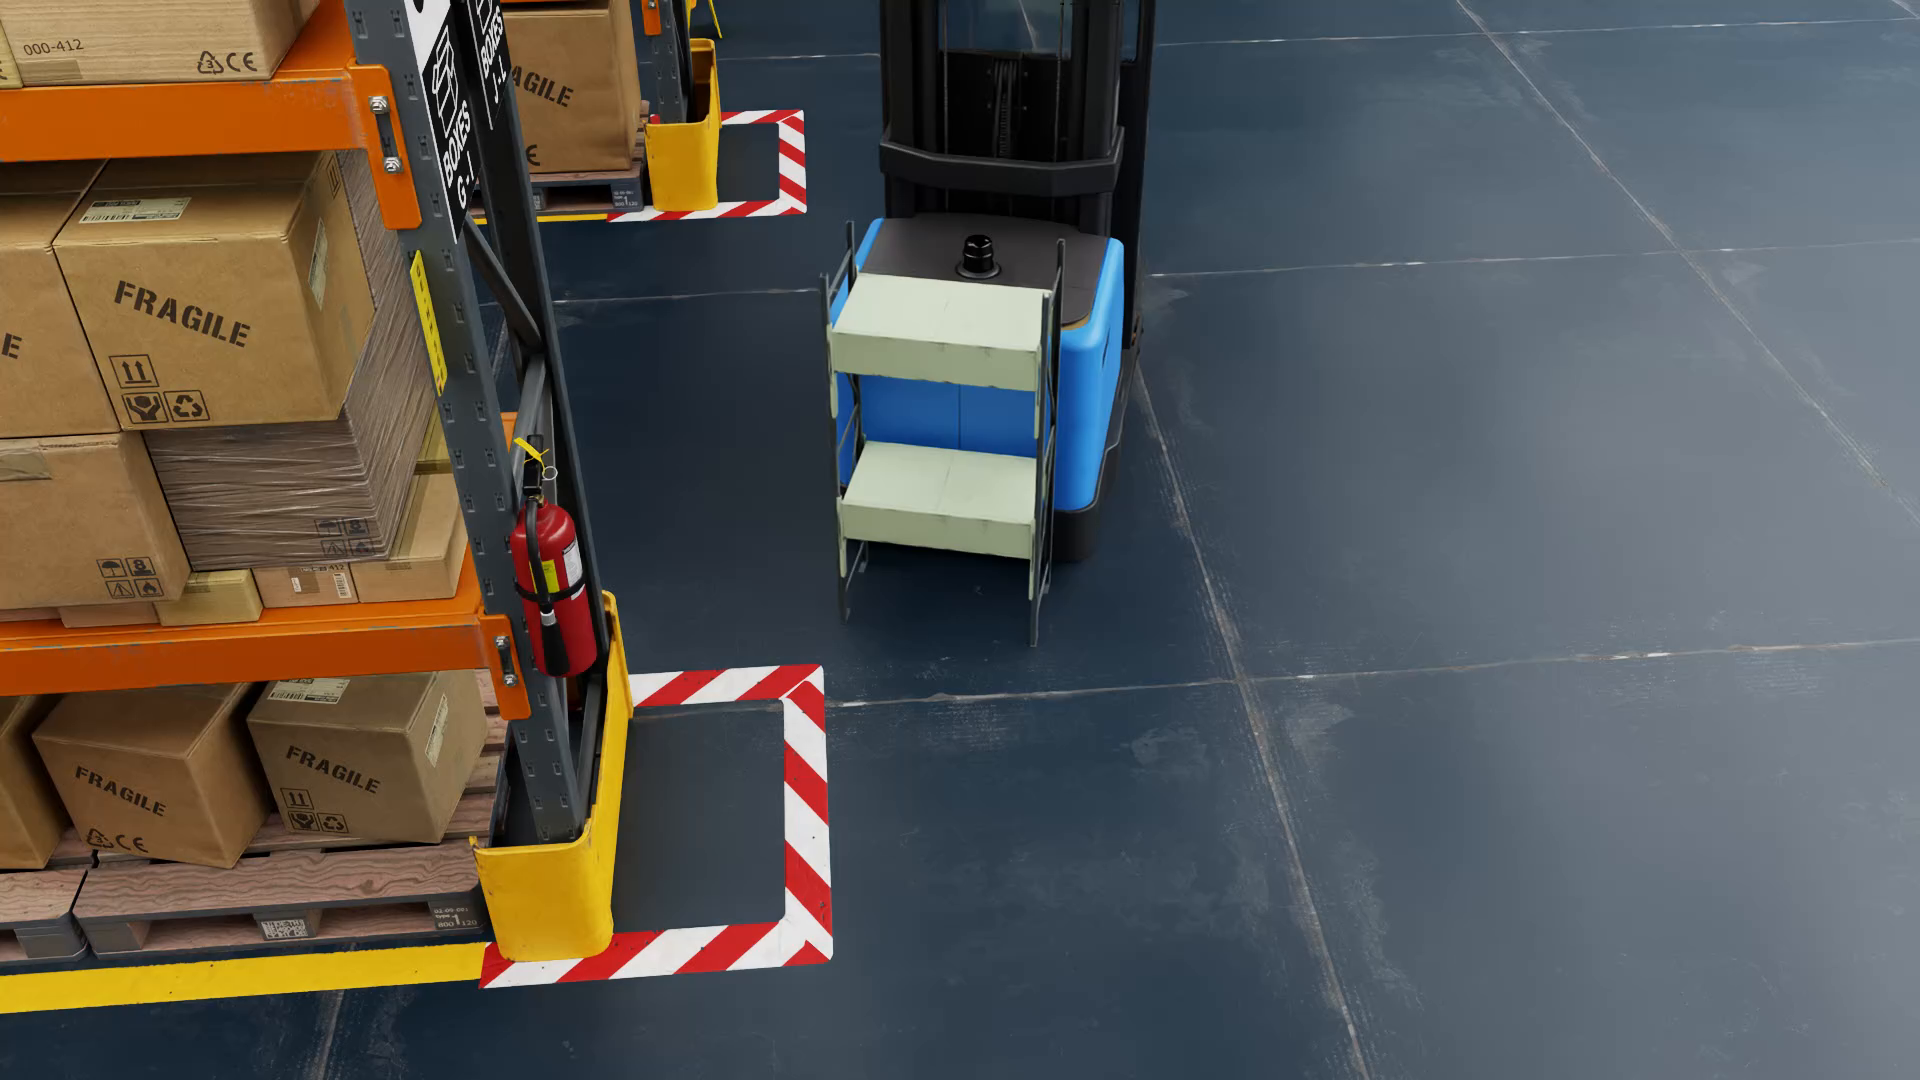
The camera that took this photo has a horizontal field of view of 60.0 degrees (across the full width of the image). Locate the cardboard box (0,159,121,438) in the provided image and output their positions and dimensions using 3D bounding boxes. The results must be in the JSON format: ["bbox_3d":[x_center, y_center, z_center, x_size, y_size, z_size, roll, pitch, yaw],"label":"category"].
[{"bbox_3d":[-2.251,-0.586,3.943,0.500,0.500,0.500,-3,38,-4],"label":"cardboard box"}]

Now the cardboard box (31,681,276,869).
[{"bbox_3d":[-2.443,0.643,5.192,0.500,0.500,0.500,6,39,8],"label":"cardboard box"}]

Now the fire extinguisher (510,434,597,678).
[{"bbox_3d":[-1.072,0.057,4.318,0.183,0.674,0.296,-3,38,-4],"label":"fire extinguisher"}]

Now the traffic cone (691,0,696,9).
[{"bbox_3d":[-1.982,-3.884,11.299,0.334,0.463,0.336,-3,38,-4],"label":"traffic cone"}]

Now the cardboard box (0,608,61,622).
[{"bbox_3d":[-2.489,0.042,4.479,0.250,0.149,0.380,-3,38,-4],"label":"cardboard box"}]

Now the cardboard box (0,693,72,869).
[{"bbox_3d":[-3.068,0.666,5.164,0.500,0.500,0.500,0,38,0],"label":"cardboard box"}]

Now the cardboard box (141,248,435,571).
[{"bbox_3d":[-1.777,-0.394,4.507,0.500,0.500,0.875,-3,38,-4],"label":"cardboard box"}]

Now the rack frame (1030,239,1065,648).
[{"bbox_3d":[0.308,-0.306,5.926,0.023,1.500,0.400,6,39,8],"label":"rack frame"}]

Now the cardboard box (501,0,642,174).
[{"bbox_3d":[-2.235,-2.570,8.962,0.875,0.875,0.875,-3,38,-4],"label":"cardboard box"}]

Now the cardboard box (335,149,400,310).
[{"bbox_3d":[-1.799,-0.938,4.389,0.500,0.500,0.500,-3,38,-4],"label":"cardboard box"}]

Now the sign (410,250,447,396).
[{"bbox_3d":[-1.198,-0.486,3.755,0.005,0.325,0.100,-3,38,-4],"label":"sign"}]

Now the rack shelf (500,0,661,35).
[{"bbox_3d":[-3.558,-2.925,8.616,4.000,0.370,1.077,-3,38,-4],"label":"rack shelf"}]

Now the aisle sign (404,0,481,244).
[{"bbox_3d":[-1.139,-1.090,3.611,0.004,0.787,0.394,-3,38,-4],"label":"aisle sign"}]

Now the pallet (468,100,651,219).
[{"bbox_3d":[-2.355,-2.130,9.279,1.213,0.211,1.003,-3,38,-4],"label":"pallet"}]

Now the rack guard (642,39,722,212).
[{"bbox_3d":[-1.542,-2.337,9.308,0.348,0.500,1.175,-3,38,-4],"label":"rack guard"}]

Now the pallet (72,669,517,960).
[{"bbox_3d":[-2.115,0.870,5.476,1.213,0.211,1.003,-3,38,-4],"label":"pallet"}]

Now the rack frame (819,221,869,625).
[{"bbox_3d":[-0.412,-0.387,6.030,0.023,1.500,0.400,6,39,8],"label":"rack frame"}]

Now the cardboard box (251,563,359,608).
[{"bbox_3d":[-1.742,0.004,4.527,0.250,0.149,0.380,-3,38,-4],"label":"cardboard box"}]

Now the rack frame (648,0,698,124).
[{"bbox_3d":[-1.566,-3.317,8.532,0.127,3.000,1.000,-3,38,-4],"label":"rack frame"}]

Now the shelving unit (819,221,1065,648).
[{"bbox_3d":[-0.052,-0.346,5.978,0.755,1.500,0.431,6,39,8],"label":"shelving unit"}]

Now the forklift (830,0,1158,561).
[{"bbox_3d":[0.269,-1.981,6.894,1.130,2.935,3.031,6,39,8],"label":"forklift"}]

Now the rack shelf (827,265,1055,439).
[{"bbox_3d":[-0.052,-0.653,5.736,0.720,0.370,0.431,6,39,8],"label":"rack shelf"}]

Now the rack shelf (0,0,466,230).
[{"bbox_3d":[-3.219,-1.037,3.801,4.000,0.370,1.077,-3,38,-4],"label":"rack shelf"}]

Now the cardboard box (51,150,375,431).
[{"bbox_3d":[-1.753,-0.617,3.983,0.500,0.500,0.500,-3,38,-4],"label":"cardboard box"}]

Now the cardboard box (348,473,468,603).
[{"bbox_3d":[-1.493,-0.010,4.543,0.250,0.149,0.380,-3,38,-4],"label":"cardboard box"}]

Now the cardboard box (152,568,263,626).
[{"bbox_3d":[-1.986,0.049,4.469,0.250,0.149,0.380,-3,38,-4],"label":"cardboard box"}]

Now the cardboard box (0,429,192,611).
[{"bbox_3d":[-2.265,-0.293,4.378,0.500,0.500,0.875,-3,38,-4],"label":"cardboard box"}]

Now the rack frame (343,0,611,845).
[{"bbox_3d":[-1.227,-0.251,4.647,0.127,3.000,1.000,-3,38,-4],"label":"rack frame"}]

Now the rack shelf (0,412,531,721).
[{"bbox_3d":[-3.219,0.141,4.731,4.000,0.370,1.077,-3,38,-4],"label":"rack shelf"}]

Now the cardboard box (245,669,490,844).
[{"bbox_3d":[-1.851,0.589,5.261,0.500,0.500,0.500,4,38,4],"label":"cardboard box"}]

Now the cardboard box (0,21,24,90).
[{"bbox_3d":[-2.182,-1.158,3.495,0.500,0.250,0.500,-3,38,-4],"label":"cardboard box"}]

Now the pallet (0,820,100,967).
[{"bbox_3d":[-3.328,0.935,5.394,1.213,0.211,1.003,-3,38,-4],"label":"pallet"}]

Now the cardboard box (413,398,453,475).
[{"bbox_3d":[-1.532,-0.284,4.891,0.250,0.149,0.380,-3,38,-4],"label":"cardboard box"}]

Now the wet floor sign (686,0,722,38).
[{"bbox_3d":[-1.712,-3.616,10.812,0.232,0.644,0.267,-9,39,-12],"label":"wet floor sign"}]

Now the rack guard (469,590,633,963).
[{"bbox_3d":[-1.303,0.734,5.416,0.348,0.500,1.175,-3,38,-4],"label":"rack guard"}]

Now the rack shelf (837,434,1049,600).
[{"bbox_3d":[-0.052,-0.091,6.180,0.720,0.370,0.431,6,39,8],"label":"rack shelf"}]

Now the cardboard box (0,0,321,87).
[{"bbox_3d":[-1.685,-1.187,3.532,0.500,0.250,0.500,-2,38,-3],"label":"cardboard box"}]

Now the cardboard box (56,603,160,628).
[{"bbox_3d":[-2.237,0.053,4.464,0.250,0.149,0.380,-3,38,-4],"label":"cardboard box"}]

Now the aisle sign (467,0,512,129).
[{"bbox_3d":[-1.192,-1.460,4.080,0.004,0.787,0.394,-3,38,-4],"label":"aisle sign"}]
